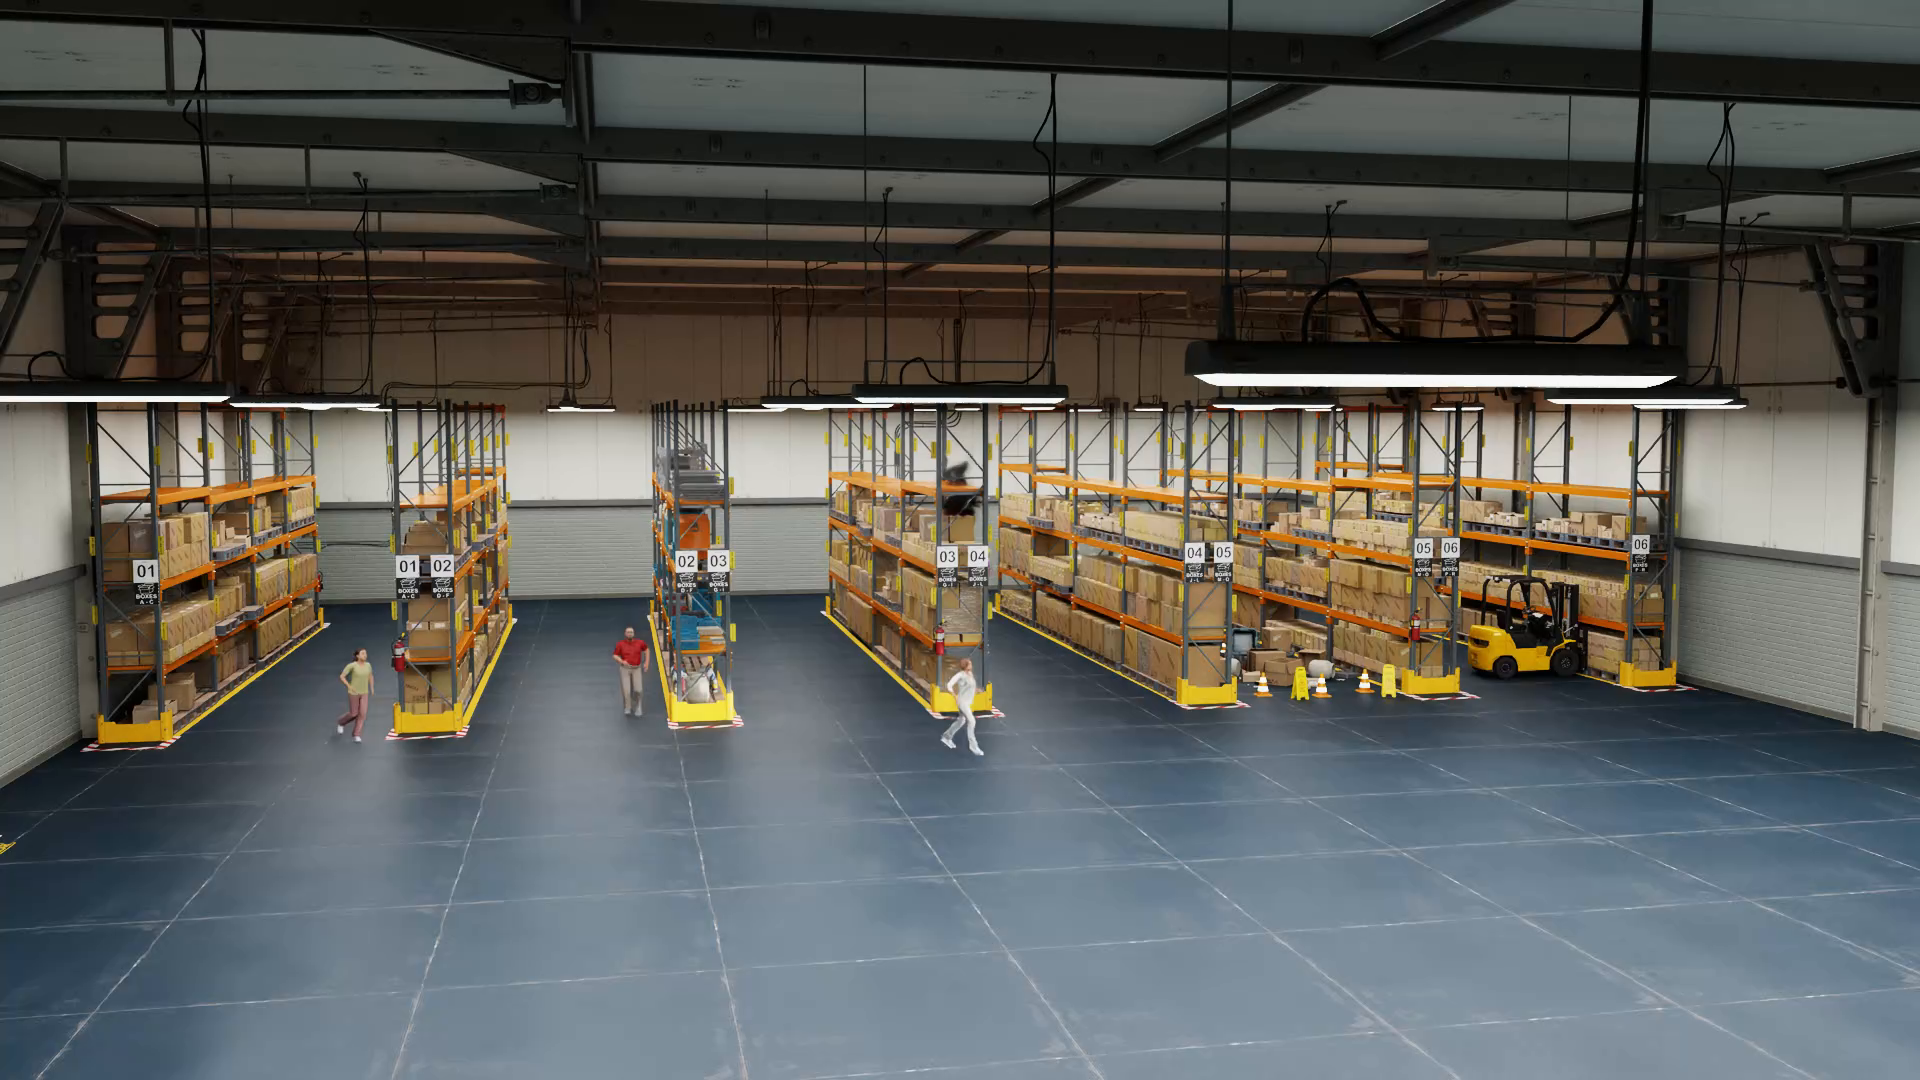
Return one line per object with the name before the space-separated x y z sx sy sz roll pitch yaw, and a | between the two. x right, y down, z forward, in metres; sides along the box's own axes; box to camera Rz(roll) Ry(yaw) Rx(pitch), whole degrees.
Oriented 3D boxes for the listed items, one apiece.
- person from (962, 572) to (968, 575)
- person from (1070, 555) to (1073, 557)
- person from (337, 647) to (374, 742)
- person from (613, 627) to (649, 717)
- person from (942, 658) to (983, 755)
person | 0.302 1.152 49.070 0.837 1.777 0.707 -4 6 -42
person | 3.174 1.020 50.489 0.887 1.803 0.690 -1 4 -10
person | -10.597 2.805 29.347 0.772 1.405 0.614 4 6 42
person | -6.200 2.517 31.419 0.693 1.760 0.702 -1 4 -15
person | 0.051 2.800 28.180 0.786 1.621 0.528 2 5 20
